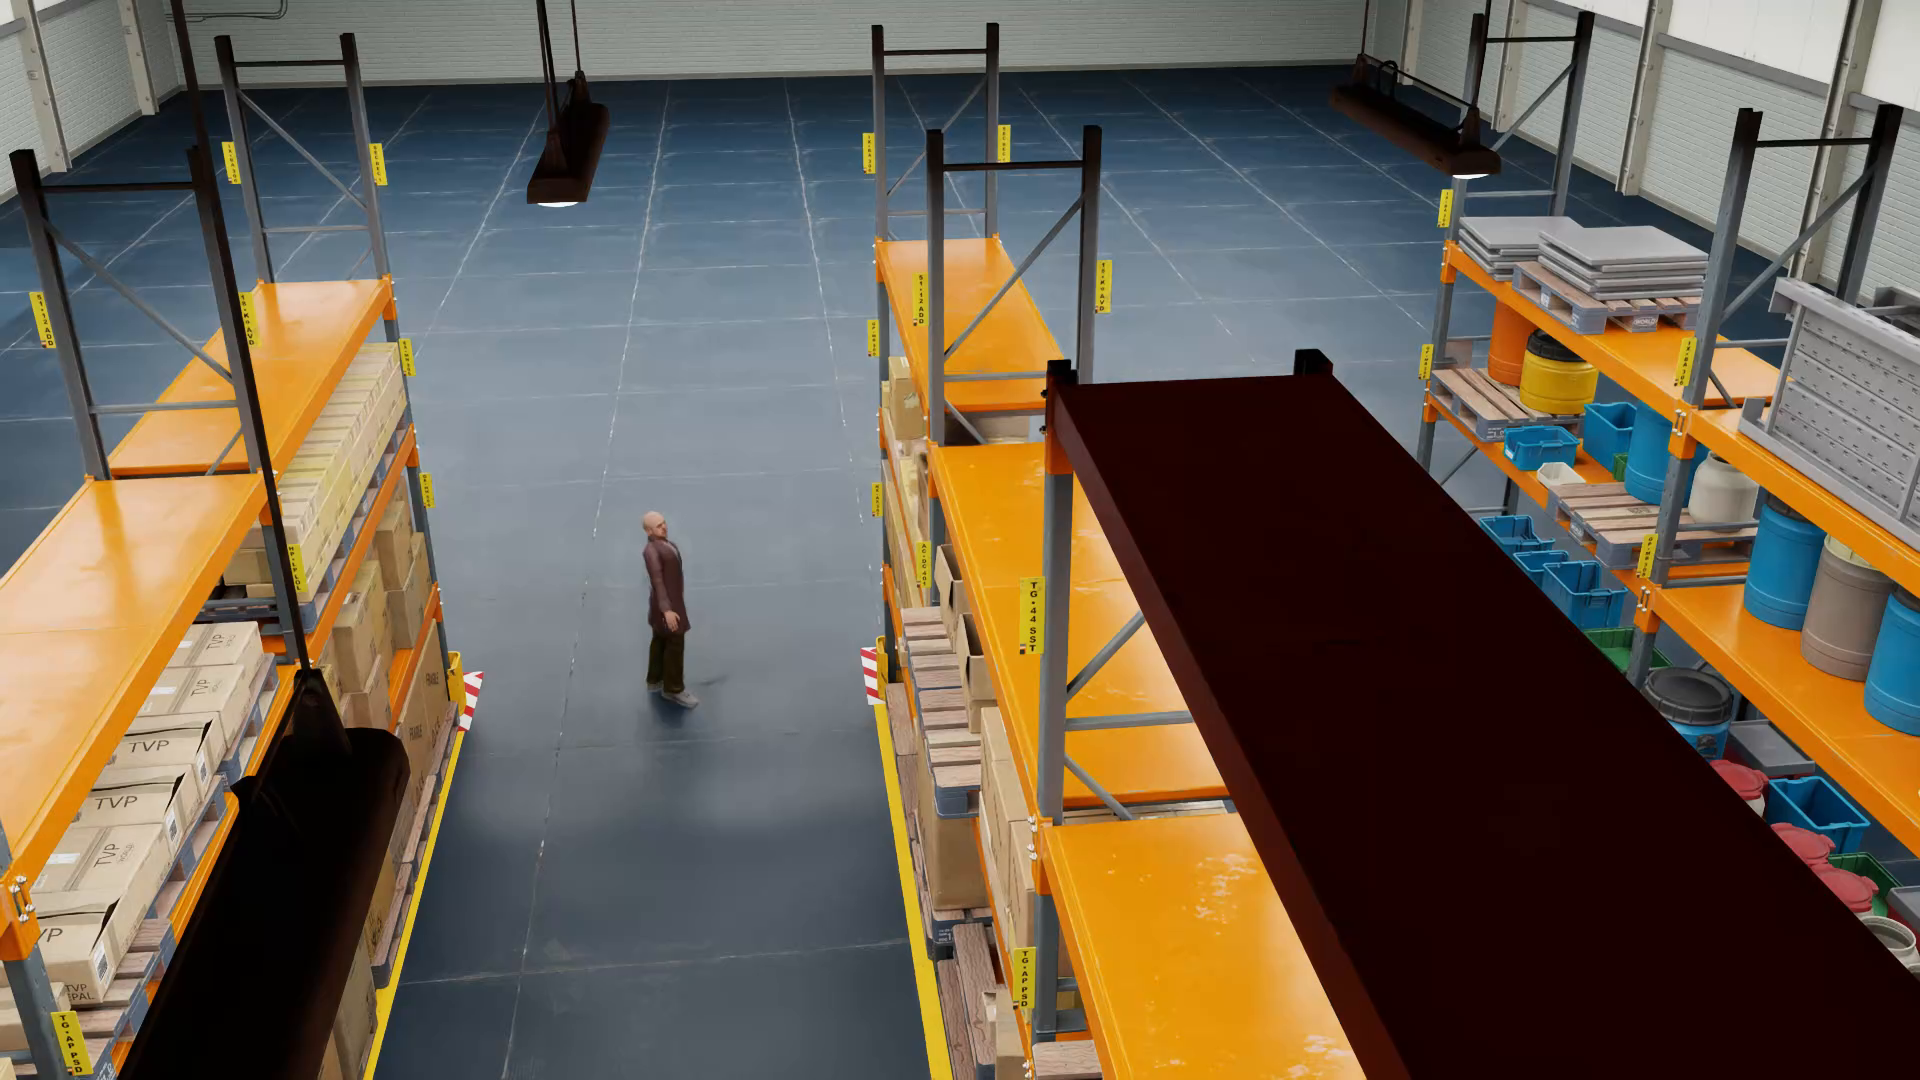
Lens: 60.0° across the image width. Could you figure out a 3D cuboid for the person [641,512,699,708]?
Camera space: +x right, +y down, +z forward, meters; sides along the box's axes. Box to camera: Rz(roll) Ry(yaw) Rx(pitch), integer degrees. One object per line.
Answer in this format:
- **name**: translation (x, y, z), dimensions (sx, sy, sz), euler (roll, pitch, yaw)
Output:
- **person**: translation (-2.684, 0.633, 15.116), dimensions (0.424, 1.780, 0.798), euler (-10, 27, -20)
